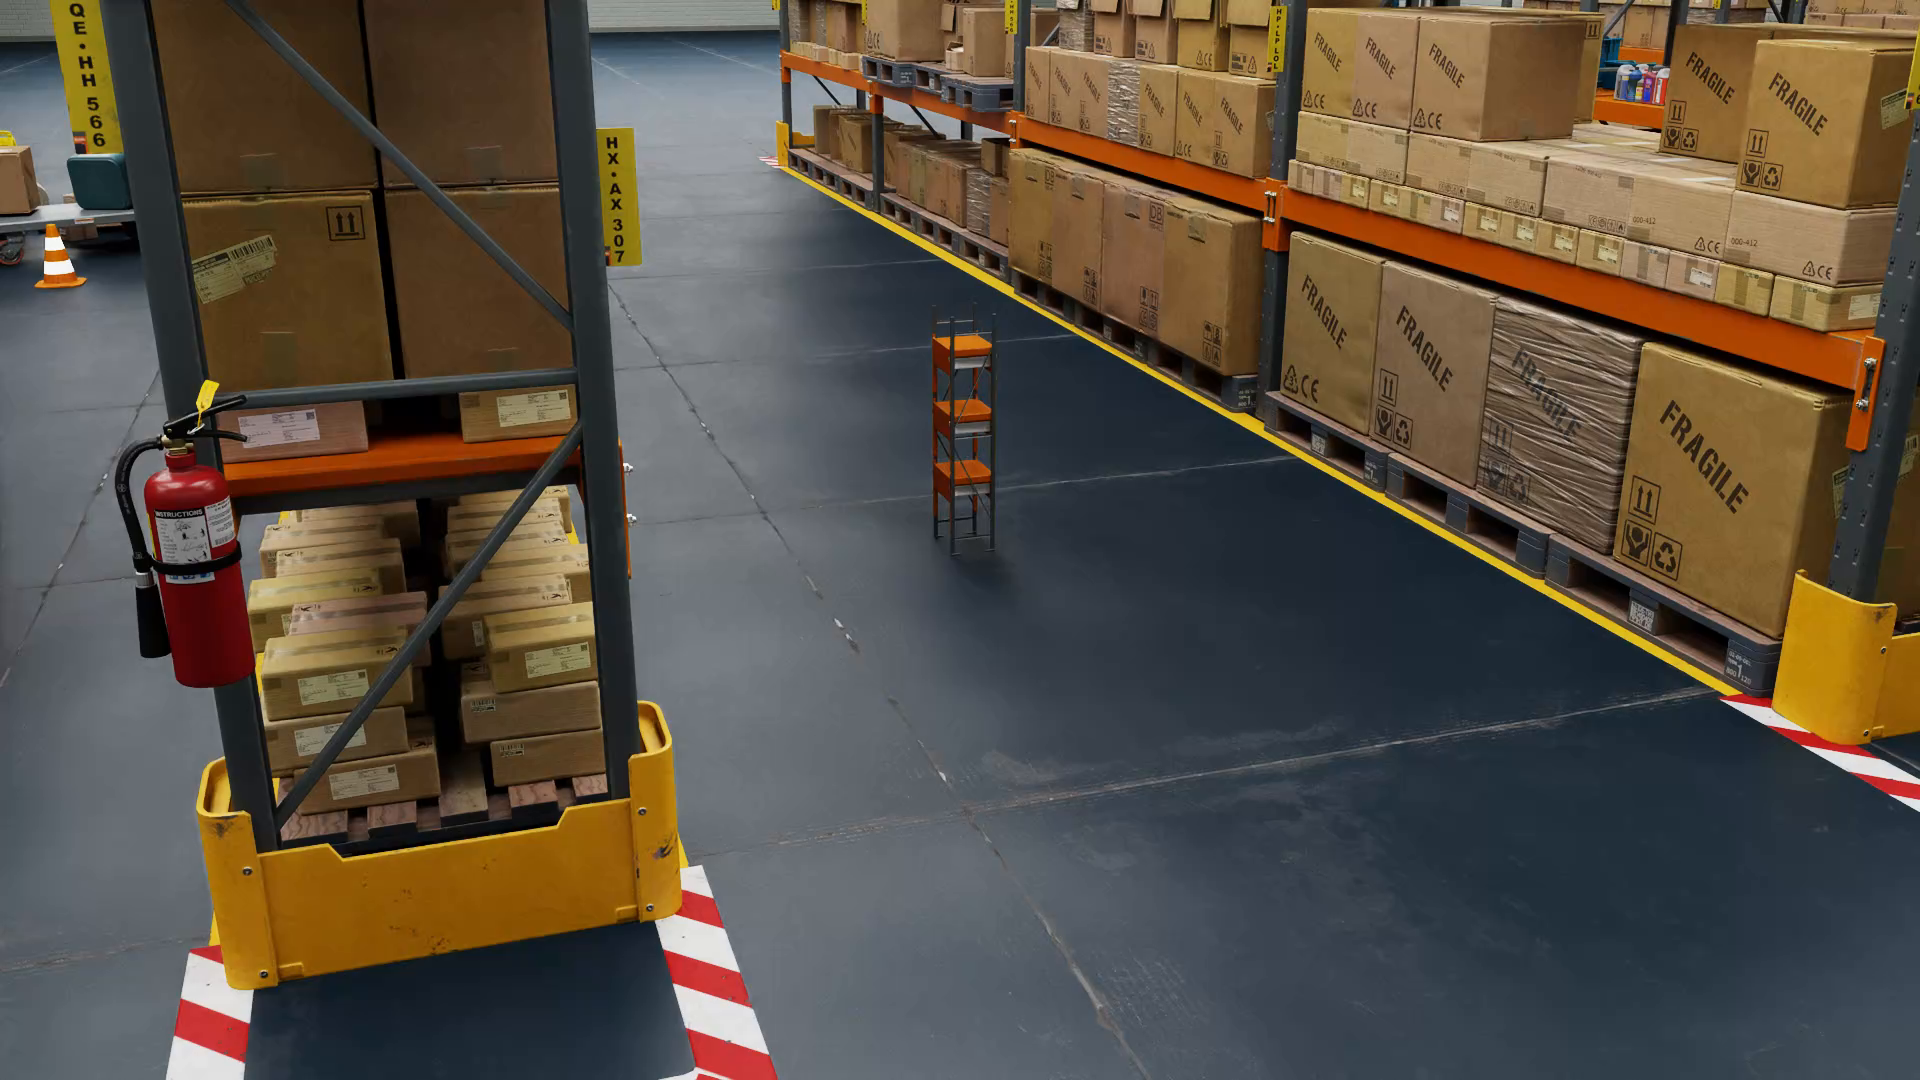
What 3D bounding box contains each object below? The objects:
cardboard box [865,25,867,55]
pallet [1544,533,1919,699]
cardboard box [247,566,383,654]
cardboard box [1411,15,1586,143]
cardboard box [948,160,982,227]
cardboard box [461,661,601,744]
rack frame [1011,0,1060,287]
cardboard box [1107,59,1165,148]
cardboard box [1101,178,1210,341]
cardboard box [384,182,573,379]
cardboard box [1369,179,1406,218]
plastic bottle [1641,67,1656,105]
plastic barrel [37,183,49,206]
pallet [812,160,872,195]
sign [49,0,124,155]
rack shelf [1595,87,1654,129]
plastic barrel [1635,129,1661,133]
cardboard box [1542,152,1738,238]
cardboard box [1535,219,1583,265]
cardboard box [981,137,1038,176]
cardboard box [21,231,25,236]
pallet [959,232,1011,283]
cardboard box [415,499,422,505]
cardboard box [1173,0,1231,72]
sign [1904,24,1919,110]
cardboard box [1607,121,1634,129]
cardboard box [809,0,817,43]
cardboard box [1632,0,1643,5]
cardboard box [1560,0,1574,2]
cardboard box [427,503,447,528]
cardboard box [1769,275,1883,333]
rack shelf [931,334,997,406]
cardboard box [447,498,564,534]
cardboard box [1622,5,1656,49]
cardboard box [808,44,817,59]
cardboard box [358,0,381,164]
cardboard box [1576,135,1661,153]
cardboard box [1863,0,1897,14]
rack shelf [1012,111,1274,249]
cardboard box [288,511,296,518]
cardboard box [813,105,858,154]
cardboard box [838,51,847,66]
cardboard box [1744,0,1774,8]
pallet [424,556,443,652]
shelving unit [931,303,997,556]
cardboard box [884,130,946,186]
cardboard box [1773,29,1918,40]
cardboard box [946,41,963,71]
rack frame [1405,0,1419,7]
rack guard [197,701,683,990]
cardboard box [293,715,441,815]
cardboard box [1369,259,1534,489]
[{"bbox_3d":[-0.450,-5.037,16.414,0.875,0.500,0.500,-6,21,-17],"label":"cardboard box"},{"bbox_3d":[3.078,0.216,6.502,1.003,0.211,1.213,-6,21,-17],"label":"pallet"},{"bbox_3d":[-1.970,0.211,5.106,0.380,0.149,0.250,-7,21,-18],"label":"cardboard box"},{"bbox_3d":[2.370,-2.048,7.352,0.500,0.500,0.500,-7,21,-19],"label":"cardboard box"},{"bbox_3d":[0.289,-3.016,14.424,0.700,0.500,0.500,-5,20,-13],"label":"cardboard box"},{"bbox_3d":[-1.257,0.455,4.867,0.380,0.149,0.250,-5,20,-15],"label":"cardboard box"},{"bbox_3d":[0.890,-3.415,12.487,1.000,3.000,0.127,-6,21,-17],"label":"rack frame"},{"bbox_3d":[1.268,-2.787,10.591,0.500,0.500,0.500,-6,21,-17],"label":"cardboard box"},{"bbox_3d":[1.645,-1.819,10.566,1.225,0.875,0.875,-7,21,-19],"label":"cardboard box"},{"bbox_3d":[-1.215,-0.714,4.378,0.500,0.500,0.500,-5,20,-15],"label":"cardboard box"},{"bbox_3d":[2.174,-1.630,7.889,0.380,0.149,0.250,-7,21,-19],"label":"cardboard box"},{"bbox_3d":[5.481,-3.603,13.183,0.061,0.283,0.133,-6,21,-17],"label":"plastic bottle"},{"bbox_3d":[-8.946,-3.215,15.741,0.512,0.421,0.421,8,21,20],"label":"plastic barrel"},{"bbox_3d":[-1.000,-3.990,18.214,1.003,0.211,1.213,-6,21,-17],"label":"pallet"},{"bbox_3d":[-1.870,-0.994,3.567,0.100,0.325,0.005,-6,21,-17],"label":"sign"},{"bbox_3d":[4.963,-4.245,15.861,1.077,0.370,4.000,-6,21,-17],"label":"rack shelf"},{"bbox_3d":[5.761,-2.962,13.816,0.600,0.830,0.708,-6,21,-17],"label":"plastic barrel"},{"bbox_3d":[2.681,-1.371,6.577,0.500,0.250,0.500,-7,21,-19],"label":"cardboard box"},{"bbox_3d":[2.575,-1.220,6.746,0.380,0.149,0.250,-6,21,-17],"label":"cardboard box"},{"bbox_3d":[0.474,-3.180,13.769,0.500,0.250,0.500,-4,20,-11],"label":"cardboard box"},{"bbox_3d":[-8.821,-2.959,14.911,0.500,0.500,0.500,8,21,20],"label":"cardboard box"},{"bbox_3d":[0.645,-2.354,13.657,1.003,0.211,1.213,-6,21,-17],"label":"pallet"},{"bbox_3d":[-2.255,-0.219,6.306,0.380,0.149,0.250,-7,21,-19],"label":"cardboard box"},{"bbox_3d":[1.733,-3.076,9.912,0.797,0.503,0.637,-6,21,-17],"label":"cardboard box"},{"bbox_3d":[2.884,-1.451,4.956,0.100,0.325,0.005,-6,21,-17],"label":"sign"},{"bbox_3d":[8.366,-5.100,20.623,0.500,0.250,0.500,-6,21,-17],"label":"cardboard box"},{"bbox_3d":[-1.207,-5.842,18.657,0.875,0.500,0.500,-6,21,-17],"label":"cardboard box"},{"bbox_3d":[8.351,-6.575,20.176,0.380,0.149,0.250,-6,21,-16],"label":"cardboard box"},{"bbox_3d":[7.939,-6.991,21.336,0.380,0.149,0.250,-7,21,-18],"label":"cardboard box"},{"bbox_3d":[-1.802,-0.047,6.266,0.380,0.149,0.250,-5,20,-15],"label":"cardboard box"},{"bbox_3d":[2.979,-0.809,5.603,0.380,0.149,0.250,-6,21,-16],"label":"cardboard box"},{"bbox_3d":[0.017,-0.734,7.099,0.215,0.259,0.240,-6,21,-17],"label":"rack shelf"},{"bbox_3d":[-1.572,-0.024,5.763,0.380,0.149,0.250,-6,20,-15],"label":"cardboard box"},{"bbox_3d":[8.566,-6.269,20.284,0.700,0.500,0.500,-6,21,-16],"label":"cardboard box"},{"bbox_3d":[-1.467,-5.424,18.452,0.380,0.149,0.250,-6,21,-17],"label":"cardboard box"},{"bbox_3d":[-1.390,-1.344,4.655,0.500,0.500,0.500,-6,21,-16],"label":"cardboard box"},{"bbox_3d":[3.016,-1.595,7.200,0.500,0.250,0.500,-7,21,-18],"label":"cardboard box"},{"bbox_3d":[12.649,-7.342,22.502,0.500,0.500,0.500,-7,21,-19],"label":"cardboard box"},{"bbox_3d":[1.518,-2.435,10.822,1.077,0.370,4.000,-6,21,-17],"label":"rack shelf"},{"bbox_3d":[-2.343,-0.071,6.333,0.380,0.149,0.250,-7,21,-18],"label":"cardboard box"},{"bbox_3d":[-1.445,-4.801,19.423,0.500,0.500,0.500,-3,20,-7],"label":"cardboard box"},{"bbox_3d":[-1.060,-5.025,17.340,0.380,0.149,0.250,-6,21,-17],"label":"cardboard box"},{"bbox_3d":[9.137,-6.209,19.159,0.380,0.149,0.250,-6,21,-17],"label":"cardboard box"},{"bbox_3d":[-1.962,0.279,6.326,1.003,0.211,1.213,-6,21,-17],"label":"pallet"},{"bbox_3d":[0.017,-0.477,7.191,0.215,1.050,0.252,-6,21,-17],"label":"shelving unit"},{"bbox_3d":[-0.455,-3.853,16.782,0.500,0.500,0.500,-7,21,-19],"label":"cardboard box"},{"bbox_3d":[3.352,-1.613,6.143,0.500,0.500,0.500,-7,21,-19],"label":"cardboard box"},{"bbox_3d":[0.109,-4.056,13.849,0.396,0.266,0.258,-7,21,-19],"label":"cardboard box"},{"bbox_3d":[4.334,-5.225,17.526,1.000,3.000,0.127,-6,21,-17],"label":"rack frame"},{"bbox_3d":[-1.360,0.799,4.453,1.175,0.500,0.348,-6,21,-17],"label":"rack guard"},{"bbox_3d":[-1.700,0.644,4.782,0.380,0.149,0.250,-6,21,-16],"label":"cardboard box"},{"bbox_3d":[2.561,-0.820,7.784,0.875,0.875,0.875,-6,21,-17],"label":"cardboard box"}]
